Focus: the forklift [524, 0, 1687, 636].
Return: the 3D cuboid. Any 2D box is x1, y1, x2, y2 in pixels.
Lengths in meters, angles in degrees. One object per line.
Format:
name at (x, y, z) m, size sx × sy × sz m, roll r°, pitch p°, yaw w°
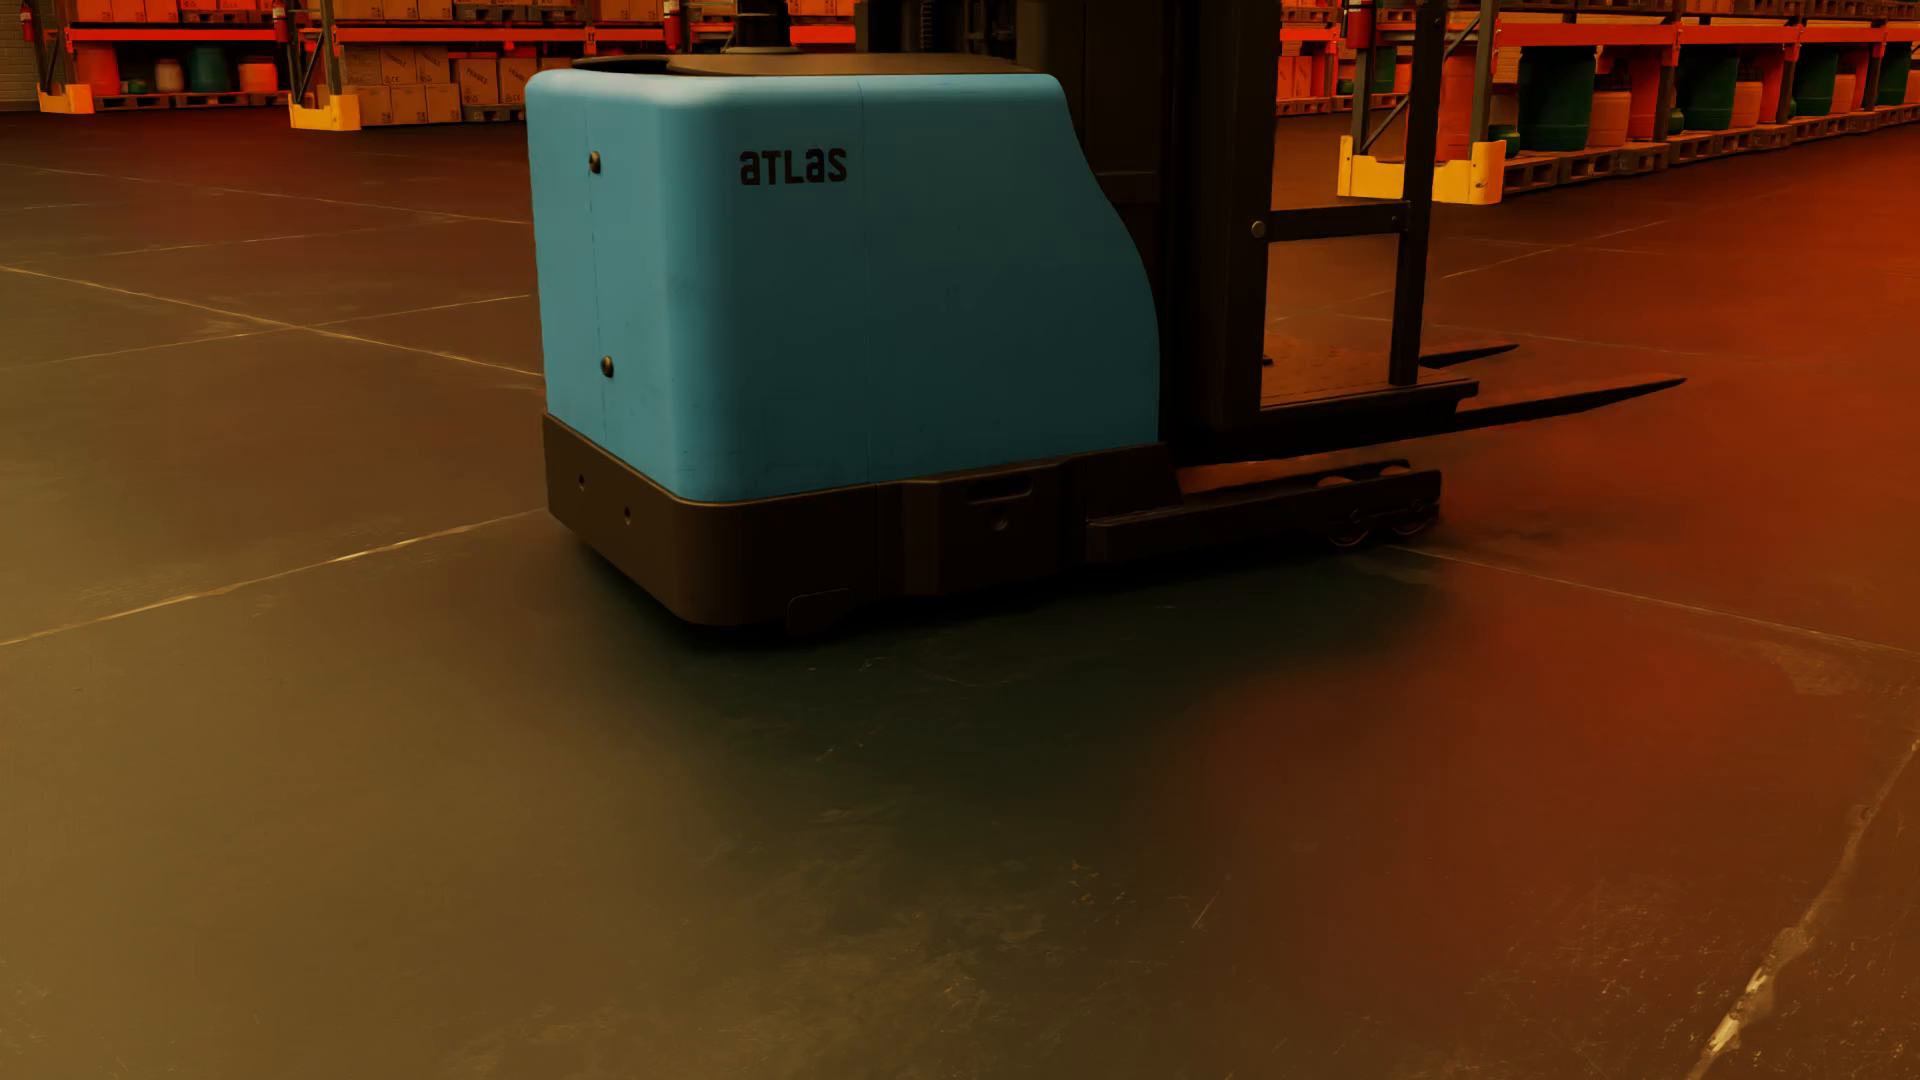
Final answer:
forklift at (0.563, -1.508, 3.864) m, size 3.031 × 2.935 × 1.130 m, roll -9°, pitch 19°, yaw -28°
